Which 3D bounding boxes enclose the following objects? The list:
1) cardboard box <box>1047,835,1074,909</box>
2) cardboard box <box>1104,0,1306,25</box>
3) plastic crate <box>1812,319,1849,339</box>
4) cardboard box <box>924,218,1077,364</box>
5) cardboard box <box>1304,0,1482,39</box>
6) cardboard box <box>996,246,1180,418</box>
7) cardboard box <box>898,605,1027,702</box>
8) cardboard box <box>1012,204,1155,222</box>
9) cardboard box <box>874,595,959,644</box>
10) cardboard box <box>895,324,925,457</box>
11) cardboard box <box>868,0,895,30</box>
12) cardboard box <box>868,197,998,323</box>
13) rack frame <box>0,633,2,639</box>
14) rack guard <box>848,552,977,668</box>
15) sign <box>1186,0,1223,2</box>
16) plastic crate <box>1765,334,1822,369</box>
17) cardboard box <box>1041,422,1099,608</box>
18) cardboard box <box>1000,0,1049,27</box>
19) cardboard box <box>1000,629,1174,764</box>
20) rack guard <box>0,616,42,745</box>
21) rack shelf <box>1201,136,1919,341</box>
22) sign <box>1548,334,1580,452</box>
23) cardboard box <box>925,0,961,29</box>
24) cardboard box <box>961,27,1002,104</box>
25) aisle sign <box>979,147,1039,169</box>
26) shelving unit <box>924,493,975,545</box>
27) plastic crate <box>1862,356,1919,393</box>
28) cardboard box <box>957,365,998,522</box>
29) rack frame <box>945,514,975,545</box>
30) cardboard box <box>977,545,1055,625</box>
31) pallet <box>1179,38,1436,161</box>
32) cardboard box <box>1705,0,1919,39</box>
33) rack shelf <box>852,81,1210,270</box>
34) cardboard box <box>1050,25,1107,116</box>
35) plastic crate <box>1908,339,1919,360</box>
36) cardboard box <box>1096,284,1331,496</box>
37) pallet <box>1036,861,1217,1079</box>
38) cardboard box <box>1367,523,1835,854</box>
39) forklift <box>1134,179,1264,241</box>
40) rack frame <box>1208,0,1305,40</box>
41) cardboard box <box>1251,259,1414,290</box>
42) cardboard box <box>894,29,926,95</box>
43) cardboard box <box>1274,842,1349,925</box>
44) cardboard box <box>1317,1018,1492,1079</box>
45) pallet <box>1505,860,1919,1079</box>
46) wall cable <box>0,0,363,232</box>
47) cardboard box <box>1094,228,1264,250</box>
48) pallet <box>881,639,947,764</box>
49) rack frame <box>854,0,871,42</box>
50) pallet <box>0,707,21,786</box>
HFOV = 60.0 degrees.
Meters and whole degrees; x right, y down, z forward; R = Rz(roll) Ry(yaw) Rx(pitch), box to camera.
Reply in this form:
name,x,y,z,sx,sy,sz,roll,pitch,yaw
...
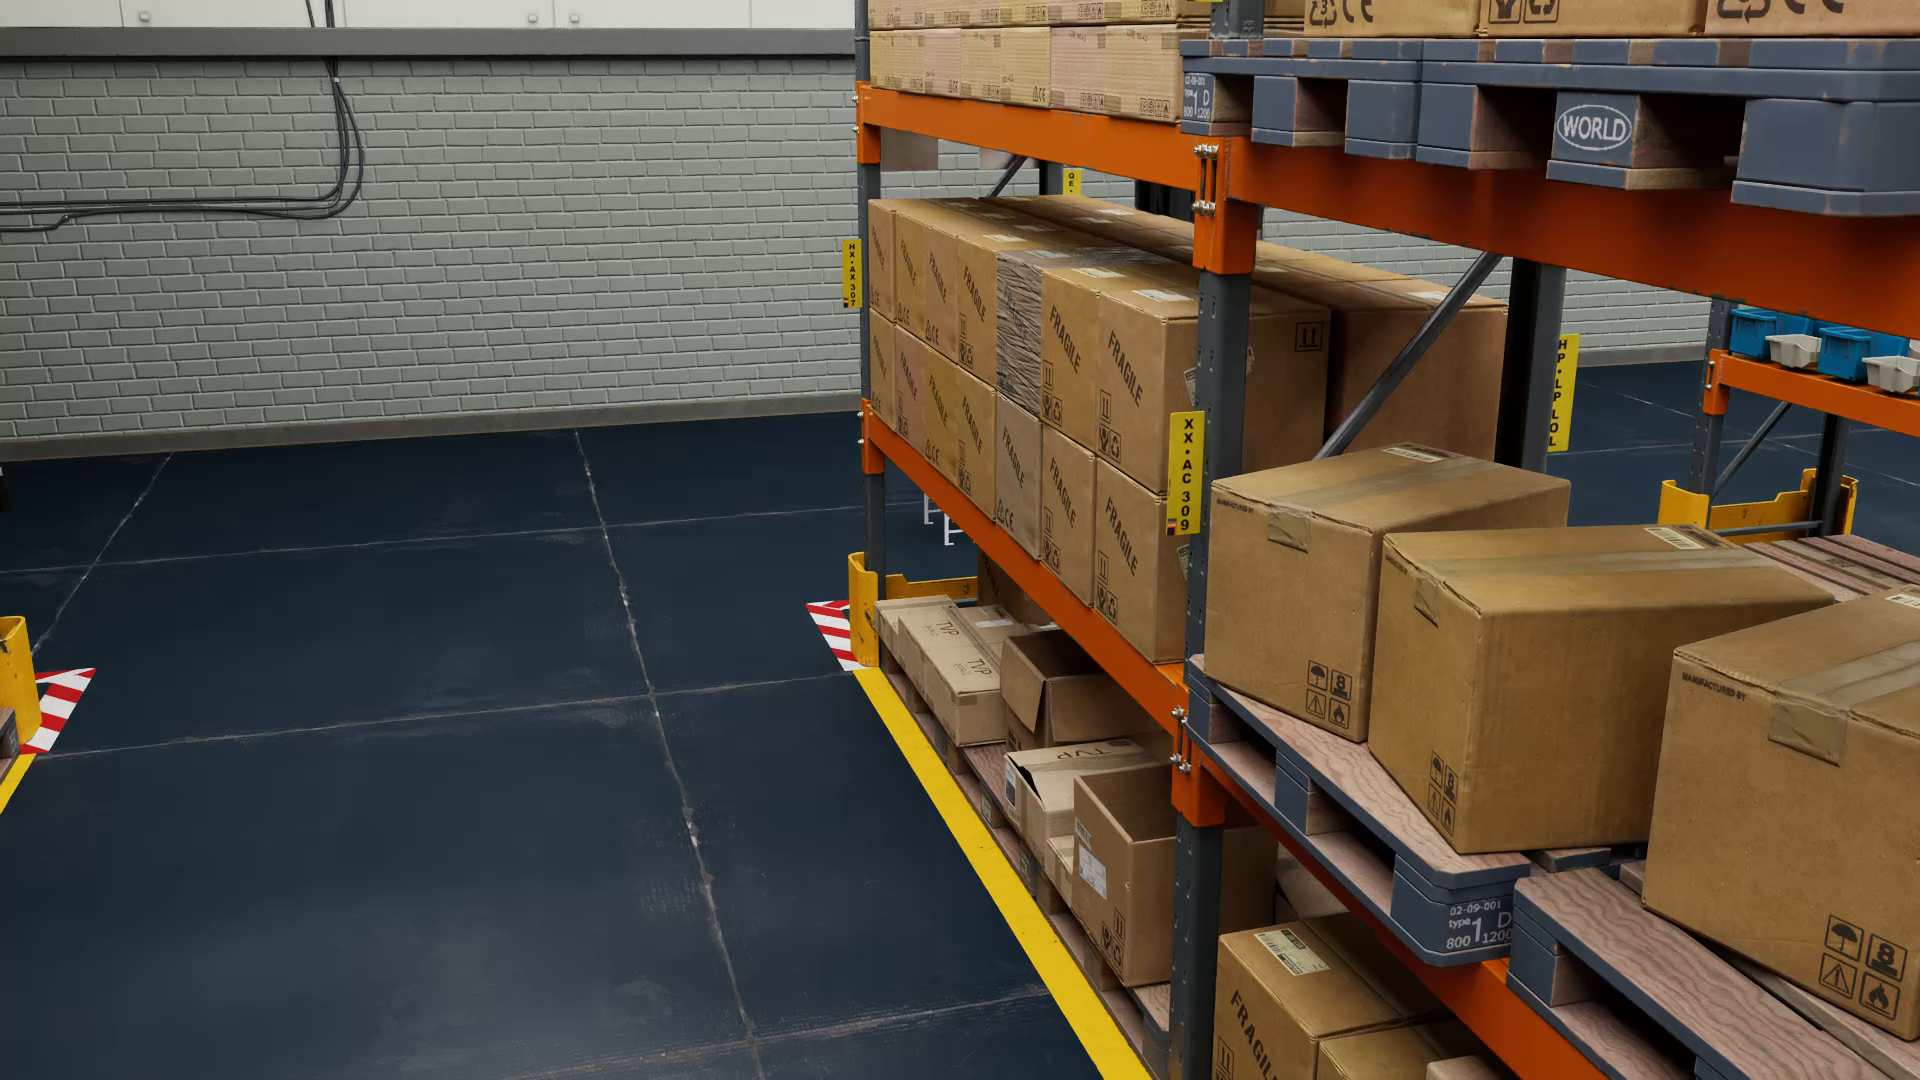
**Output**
name,x,y,z,sx,sy,sz,roll,pitch,yaw
cardboard box,0.516,1.119,5.704,0.380,0.149,0.250,-5,17,-15
cardboard box,0.711,-1.519,4.473,0.500,0.250,0.500,-5,17,-15
plastic crate,5.042,-1.267,9.289,0.616,0.435,0.499,-5,17,-15
cardboard box,0.159,-1.009,6.684,0.500,0.500,0.500,-4,17,-14
cardboard box,1.174,-1.390,3.574,0.600,0.600,0.600,-6,18,-20
cardboard box,0.437,-0.729,5.753,0.500,0.500,0.500,-5,17,-15
cardboard box,0.021,0.509,7.558,0.500,0.250,0.500,-5,17,-15
cardboard box,0.533,-1.194,7.301,0.500,0.500,0.500,-4,17,-14
cardboard box,-0.208,0.389,8.132,0.380,0.149,0.250,-5,17,-15
cardboard box,0.022,-0.670,7.295,0.500,0.500,0.500,-5,17,-16
cardboard box,-0.102,-2.350,7.238,0.500,0.250,0.500,-5,17,-15
cardboard box,-0.125,-1.291,7.625,0.500,0.500,0.500,-4,17,-14
rack frame,-4.755,-0.516,6.954,1.000,3.000,0.127,-5,17,-15
rack guard,0.028,0.310,8.551,1.175,0.500,0.348,-5,17,-15
sign,0.587,-1.441,3.922,0.100,0.325,0.005,-5,17,-15
plastic crate,4.530,-1.012,8.960,0.250,0.136,0.298,-5,17,-15
cardboard box,0.579,-0.110,5.431,0.500,0.500,0.500,-4,17,-14
cardboard box,0.442,-1.796,5.395,0.500,0.250,0.500,-5,17,-15
cardboard box,0.585,0.664,6.603,0.797,0.503,0.637,-5,17,-15
rack guard,-4.762,0.675,7.336,1.175,0.500,0.348,-5,17,-15
rack shelf,1.656,-0.341,2.408,1.077,0.370,4.000,-5,17,-15
sign,1.639,-0.401,4.561,0.100,0.325,0.005,-5,17,-15
cardboard box,0.172,-2.073,6.317,0.500,0.250,0.500,-5,17,-15
cardboard box,0.311,-1.695,5.929,0.500,0.250,0.500,-5,17,-15
aisle sign,0.283,-2.196,8.031,0.394,0.787,0.004,-5,17,-15
shelving unit,-0.045,-0.620,10.432,0.258,1.200,0.503,-5,17,-15
plastic crate,4.717,-0.824,8.335,0.250,0.136,0.298,-5,17,-15
cardboard box,0.293,-0.393,6.372,0.500,0.500,0.500,-4,17,-15
rack frame,0.022,-0.553,10.207,0.240,1.200,0.015,-5,17,-15
cardboard box,0.393,0.209,8.122,0.500,0.500,0.500,-5,17,-15
pallet,1.218,-0.962,3.555,1.213,0.211,1.003,-5,17,-15
cardboard box,1.543,-1.021,2.347,0.600,0.600,0.600,-5,18,-17
rack shelf,0.557,-1.447,6.092,1.077,0.370,4.000,-5,17,-15
cardboard box,0.590,-1.419,5.009,0.500,0.250,0.500,-5,17,-15
plastic crate,5.169,-0.990,8.888,0.396,0.136,0.243,-5,17,-15
cardboard box,0.718,-0.448,4.817,0.500,0.500,0.500,-5,17,-15
pallet,0.918,1.344,5.612,1.003,0.211,1.213,-5,17,-15
cardboard box,1.271,0.283,3.392,0.700,0.500,0.500,-2,17,-6
forklift,1.868,-1.512,10.390,3.031,2.935,1.130,-3,17,-10
rack frame,1.106,-2.675,3.715,1.000,3.000,0.127,-5,17,-15
cardboard box,1.105,-0.624,5.403,0.500,0.500,0.500,-5,18,-17
cardboard box,0.029,-1.971,6.848,0.500,0.250,0.500,-5,17,-15
cardboard box,1.199,1.142,5.345,0.500,0.311,0.500,-5,17,-15
cardboard box,1.162,1.484,3.877,0.500,0.500,0.500,-4,17,-14
pallet,1.667,0.859,2.712,1.003,0.211,1.213,-5,17,-15
wall cable,-5.966,-3.494,11.840,3.097,2.526,0.112,-5,17,-15
cardboard box,0.821,-0.909,6.352,0.500,0.500,0.500,-4,17,-14
pallet,0.248,0.669,7.859,1.003,0.211,1.213,-5,17,-15
rack frame,0.007,-3.781,7.398,1.000,3.000,0.127,-5,17,-15
pallet,-4.460,1.035,6.640,1.003,0.211,1.213,-5,17,-15
